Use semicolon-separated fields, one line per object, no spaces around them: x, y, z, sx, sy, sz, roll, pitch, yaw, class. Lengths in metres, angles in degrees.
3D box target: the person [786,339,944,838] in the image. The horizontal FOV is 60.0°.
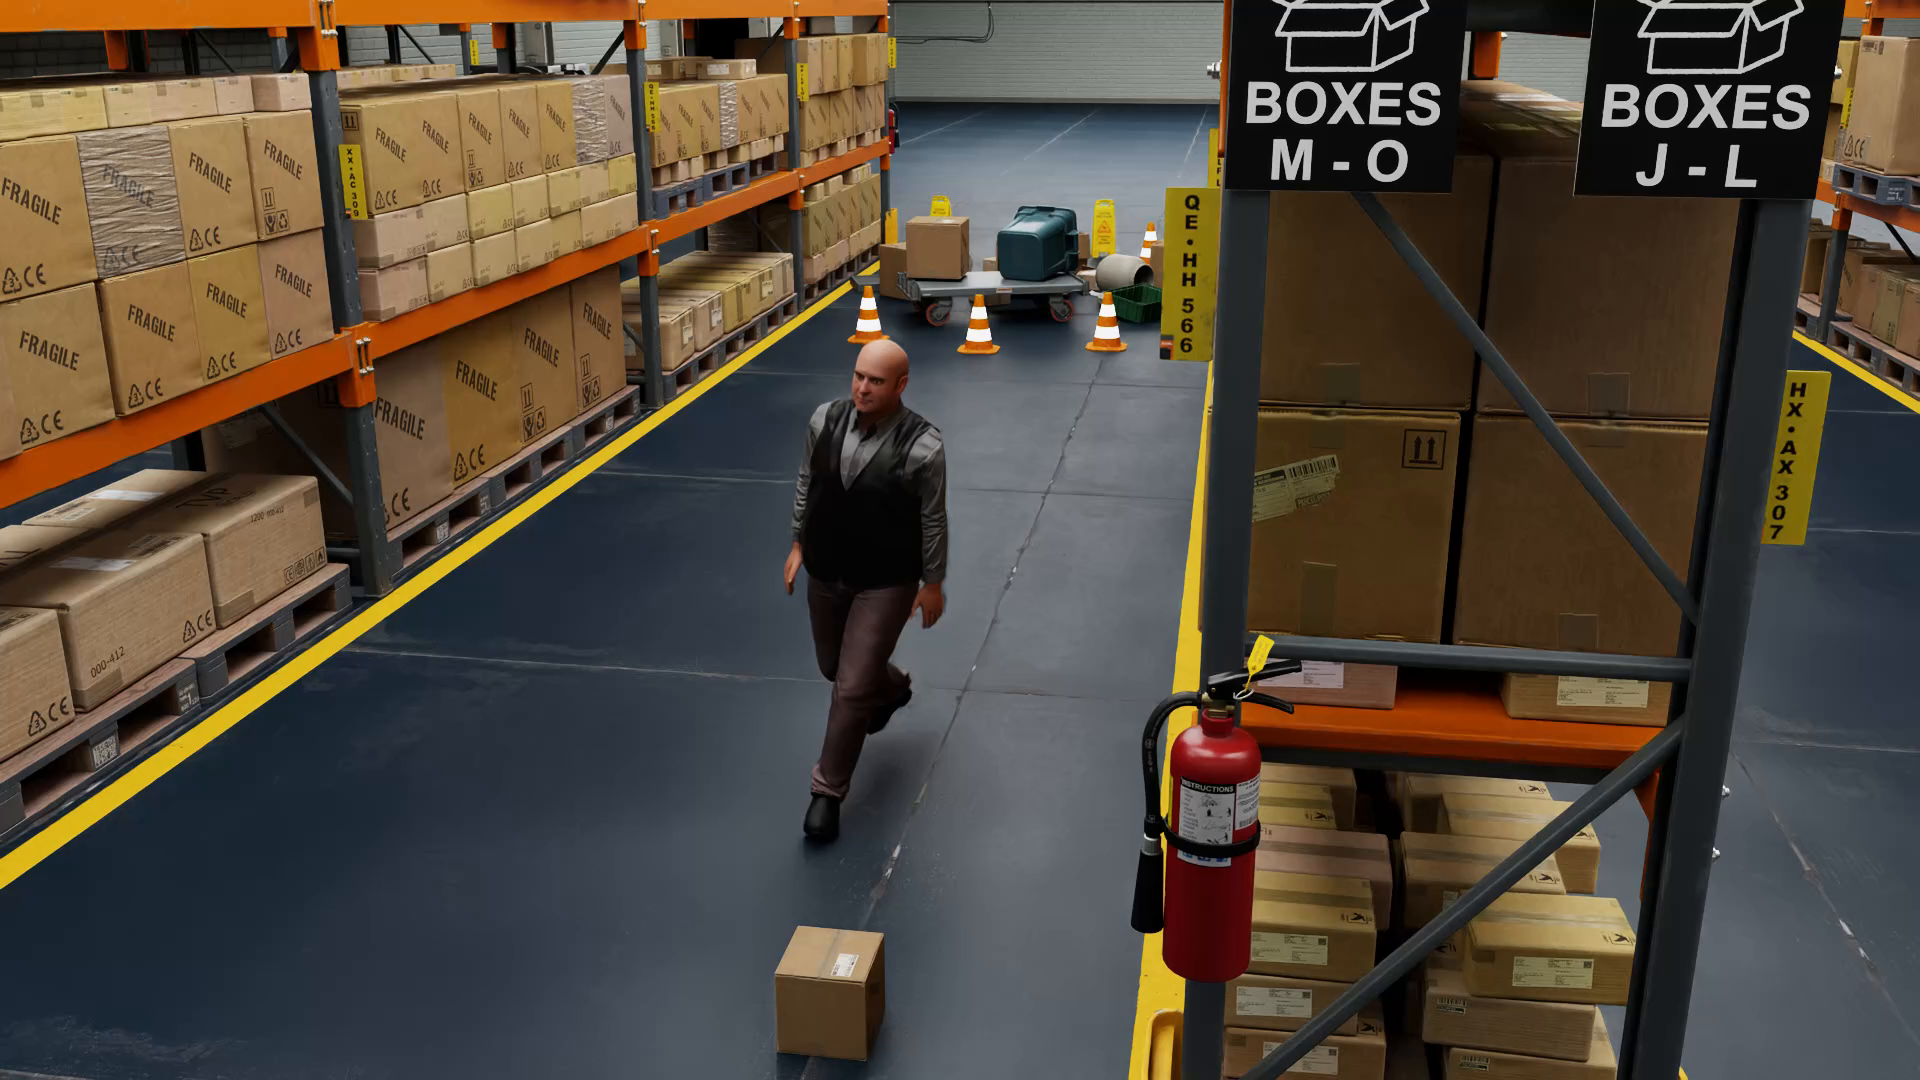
-0.318;0.166;5.779;0.602;1.586;0.883;7;19;20;person
